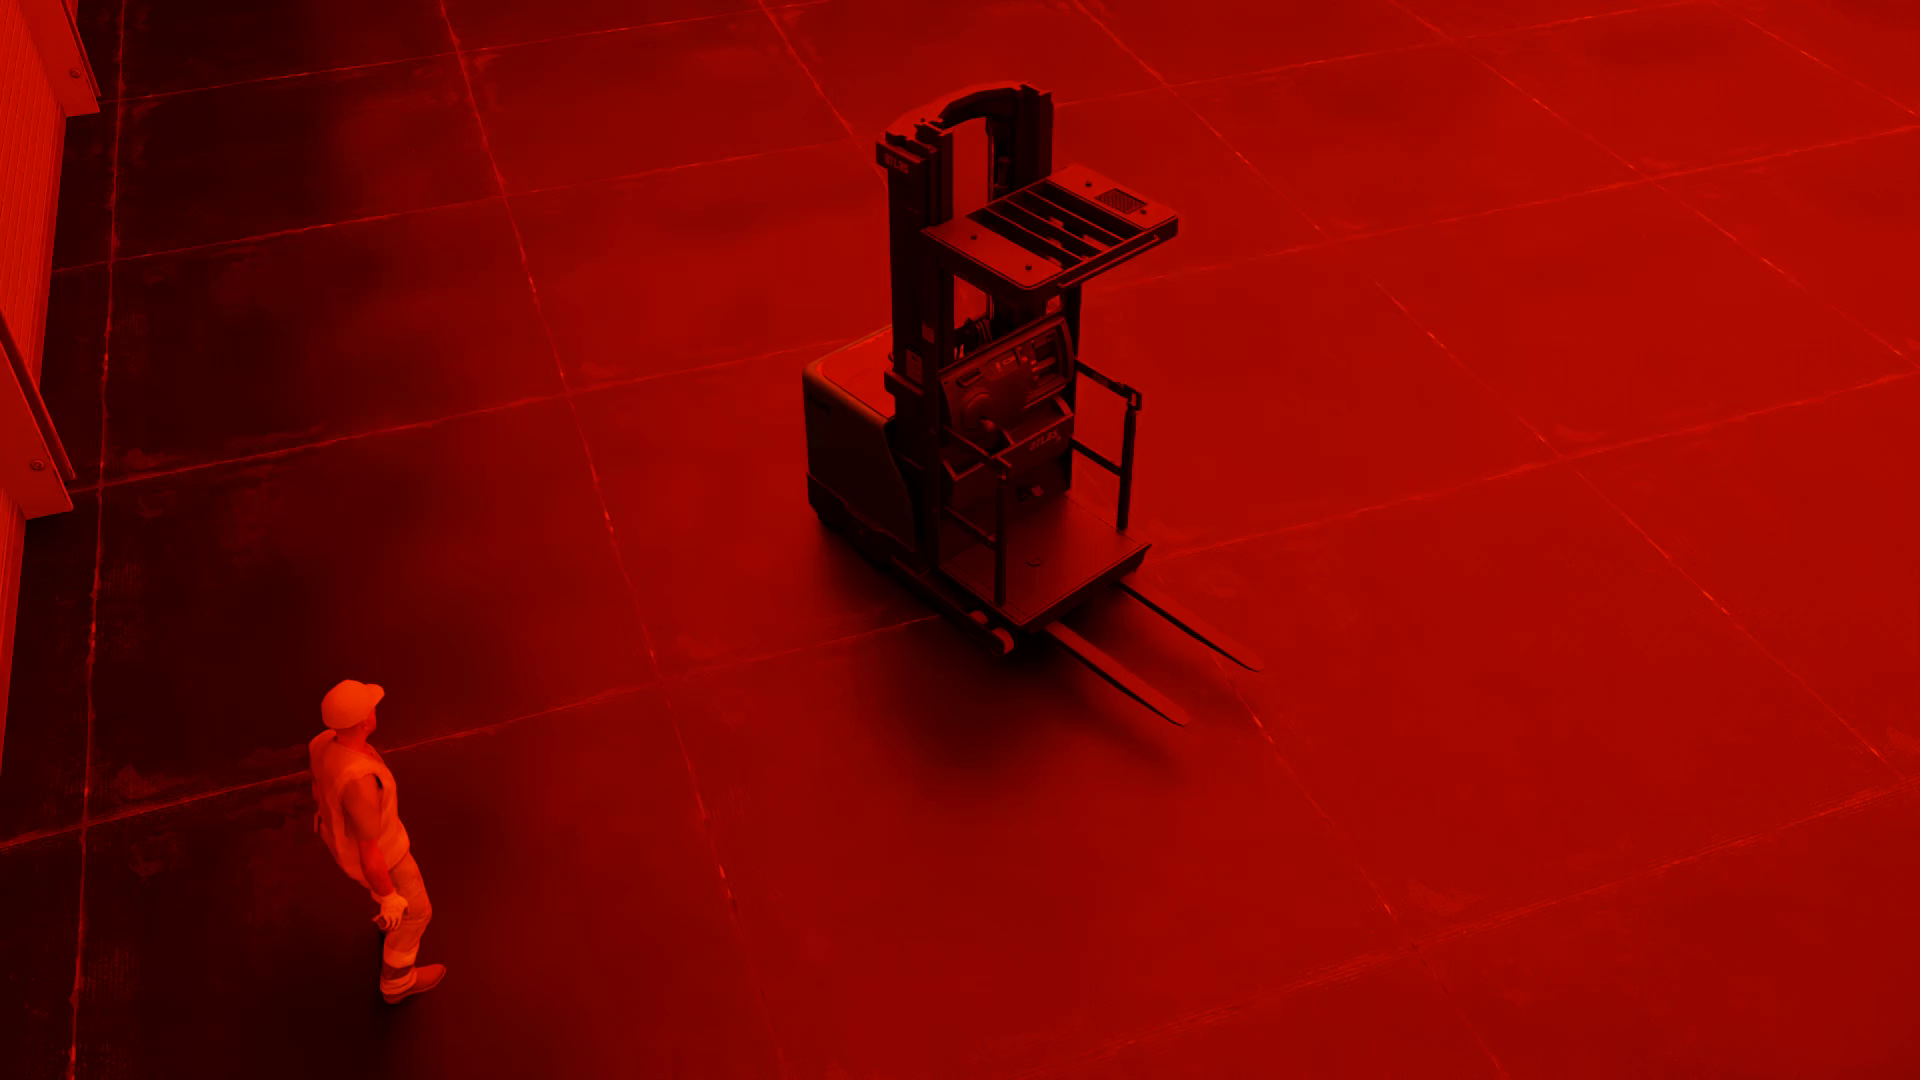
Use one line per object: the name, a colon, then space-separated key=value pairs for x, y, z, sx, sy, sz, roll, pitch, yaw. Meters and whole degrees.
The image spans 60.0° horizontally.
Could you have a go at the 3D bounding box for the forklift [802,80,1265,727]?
forklift: x=0.409 y=-0.833 z=8.988 sx=1.130 sy=2.935 sz=3.031 roll=-30 pitch=49 yaw=-31

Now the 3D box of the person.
person: x=-2.573 y=1.325 z=7.351 sx=0.452 sy=1.747 sz=0.877 roll=-26 pitch=47 yaw=-28
